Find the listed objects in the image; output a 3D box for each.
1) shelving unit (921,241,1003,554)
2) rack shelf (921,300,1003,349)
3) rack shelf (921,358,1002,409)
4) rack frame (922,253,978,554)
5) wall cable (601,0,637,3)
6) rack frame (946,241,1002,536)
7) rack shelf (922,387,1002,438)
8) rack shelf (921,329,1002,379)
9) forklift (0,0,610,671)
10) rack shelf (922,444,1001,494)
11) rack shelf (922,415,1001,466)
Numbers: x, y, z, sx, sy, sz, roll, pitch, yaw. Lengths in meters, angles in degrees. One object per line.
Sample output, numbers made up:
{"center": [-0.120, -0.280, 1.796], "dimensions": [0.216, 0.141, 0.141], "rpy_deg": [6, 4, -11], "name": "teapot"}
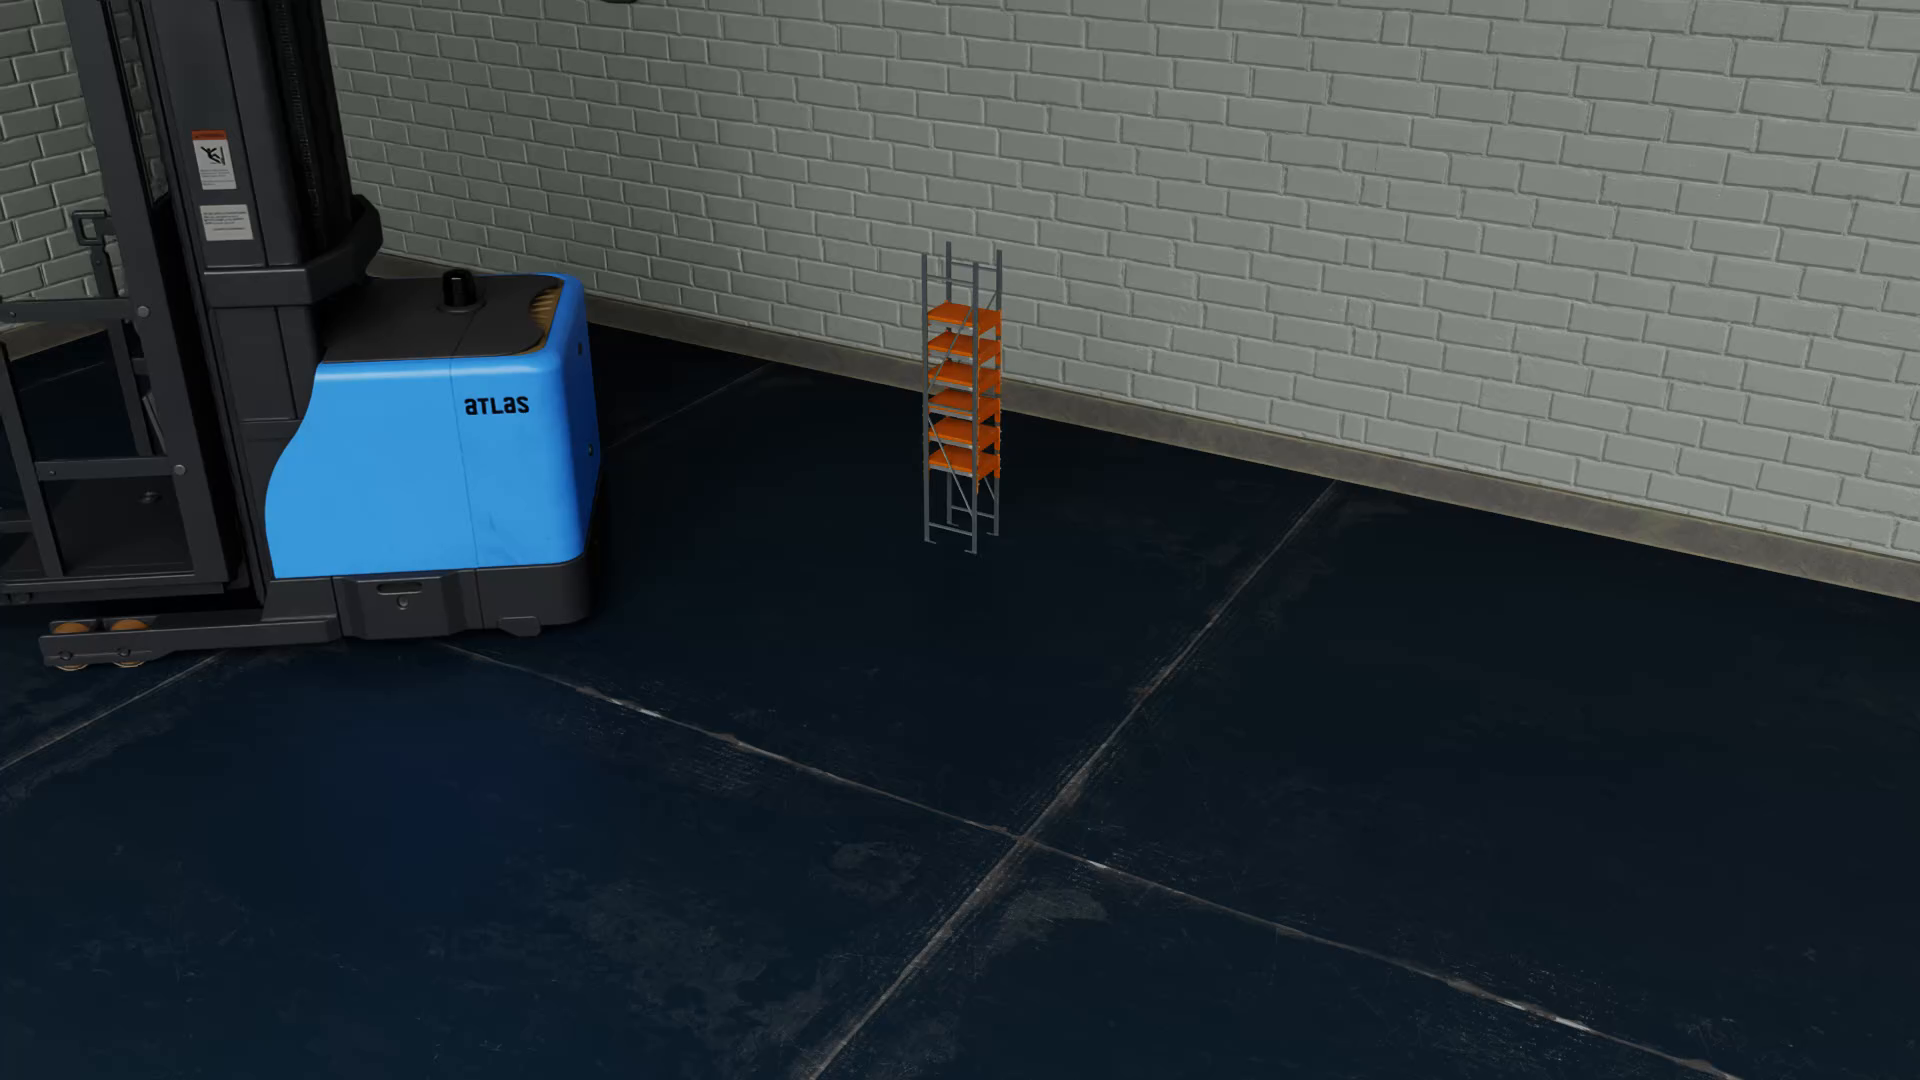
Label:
{"center": [0.007, -0.542, 6.493], "dimensions": [0.258, 1.200, 0.189], "rpy_deg": [14, 30, 26], "name": "shelving unit"}
{"center": [0.007, -0.824, 6.351], "dimensions": [0.258, 0.103, 0.180], "rpy_deg": [14, 30, 26], "name": "rack shelf"}
{"center": [0.007, -0.610, 6.459], "dimensions": [0.258, 0.103, 0.180], "rpy_deg": [14, 30, 26], "name": "rack shelf"}
{"center": [-0.038, -0.507, 6.421], "dimensions": [0.240, 1.200, 0.006], "rpy_deg": [14, 30, 26], "name": "rack frame"}
{"center": [-2.713, -3.989, 8.135], "dimensions": [3.097, 2.526, 0.112], "rpy_deg": [14, 30, 26], "name": "wall cable"}
{"center": [0.052, -0.578, 6.564], "dimensions": [0.240, 1.200, 0.006], "rpy_deg": [14, 30, 26], "name": "rack frame"}
{"center": [0.007, -0.502, 6.513], "dimensions": [0.258, 0.103, 0.180], "rpy_deg": [14, 30, 26], "name": "rack shelf"}
{"center": [0.007, -0.717, 6.405], "dimensions": [0.258, 0.103, 0.180], "rpy_deg": [14, 30, 26], "name": "rack shelf"}
{"center": [-2.893, -1.102, 5.677], "dimensions": [3.031, 2.935, 1.130], "rpy_deg": [-3, 27, -6], "name": "forklift"}
{"center": [0.007, -0.288, 6.620], "dimensions": [0.258, 0.103, 0.180], "rpy_deg": [14, 30, 26], "name": "rack shelf"}
{"center": [0.007, -0.395, 6.566], "dimensions": [0.258, 0.103, 0.180], "rpy_deg": [14, 30, 26], "name": "rack shelf"}
